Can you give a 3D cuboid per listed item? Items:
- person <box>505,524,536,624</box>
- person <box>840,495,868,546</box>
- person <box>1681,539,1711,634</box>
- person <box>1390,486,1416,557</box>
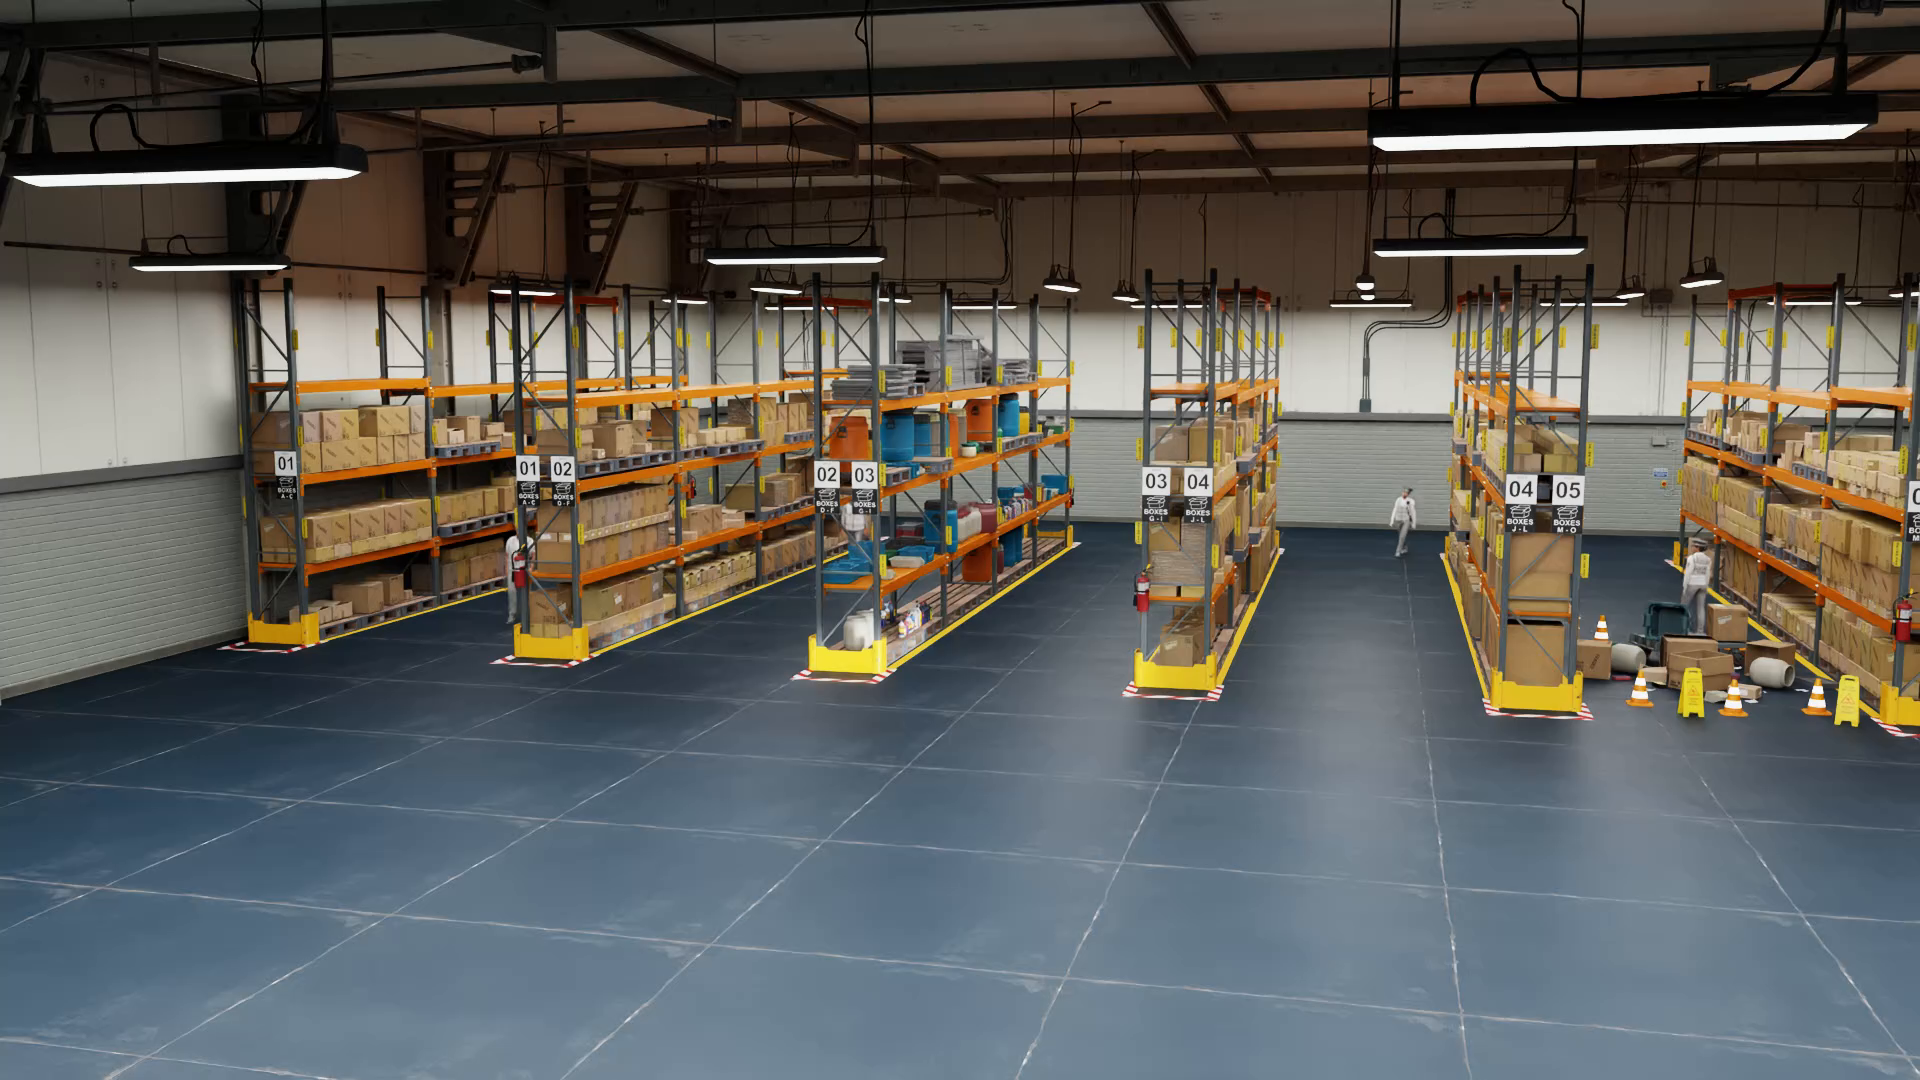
[{"bbox_3d":[-7.906,0.581,29.848,0.562,1.764,0.759,-1,7,-10],"label":"person"},{"bbox_3d":[-2.350,-0.250,36.667,0.551,1.721,1.078,1,7,11],"label":"person"},{"bbox_3d":[12.411,0.849,27.980,0.506,1.716,0.482,0,7,-2],"label":"person"},{"bbox_3d":[10.268,-0.444,38.543,0.551,1.619,0.972,5,8,34],"label":"person"}]
